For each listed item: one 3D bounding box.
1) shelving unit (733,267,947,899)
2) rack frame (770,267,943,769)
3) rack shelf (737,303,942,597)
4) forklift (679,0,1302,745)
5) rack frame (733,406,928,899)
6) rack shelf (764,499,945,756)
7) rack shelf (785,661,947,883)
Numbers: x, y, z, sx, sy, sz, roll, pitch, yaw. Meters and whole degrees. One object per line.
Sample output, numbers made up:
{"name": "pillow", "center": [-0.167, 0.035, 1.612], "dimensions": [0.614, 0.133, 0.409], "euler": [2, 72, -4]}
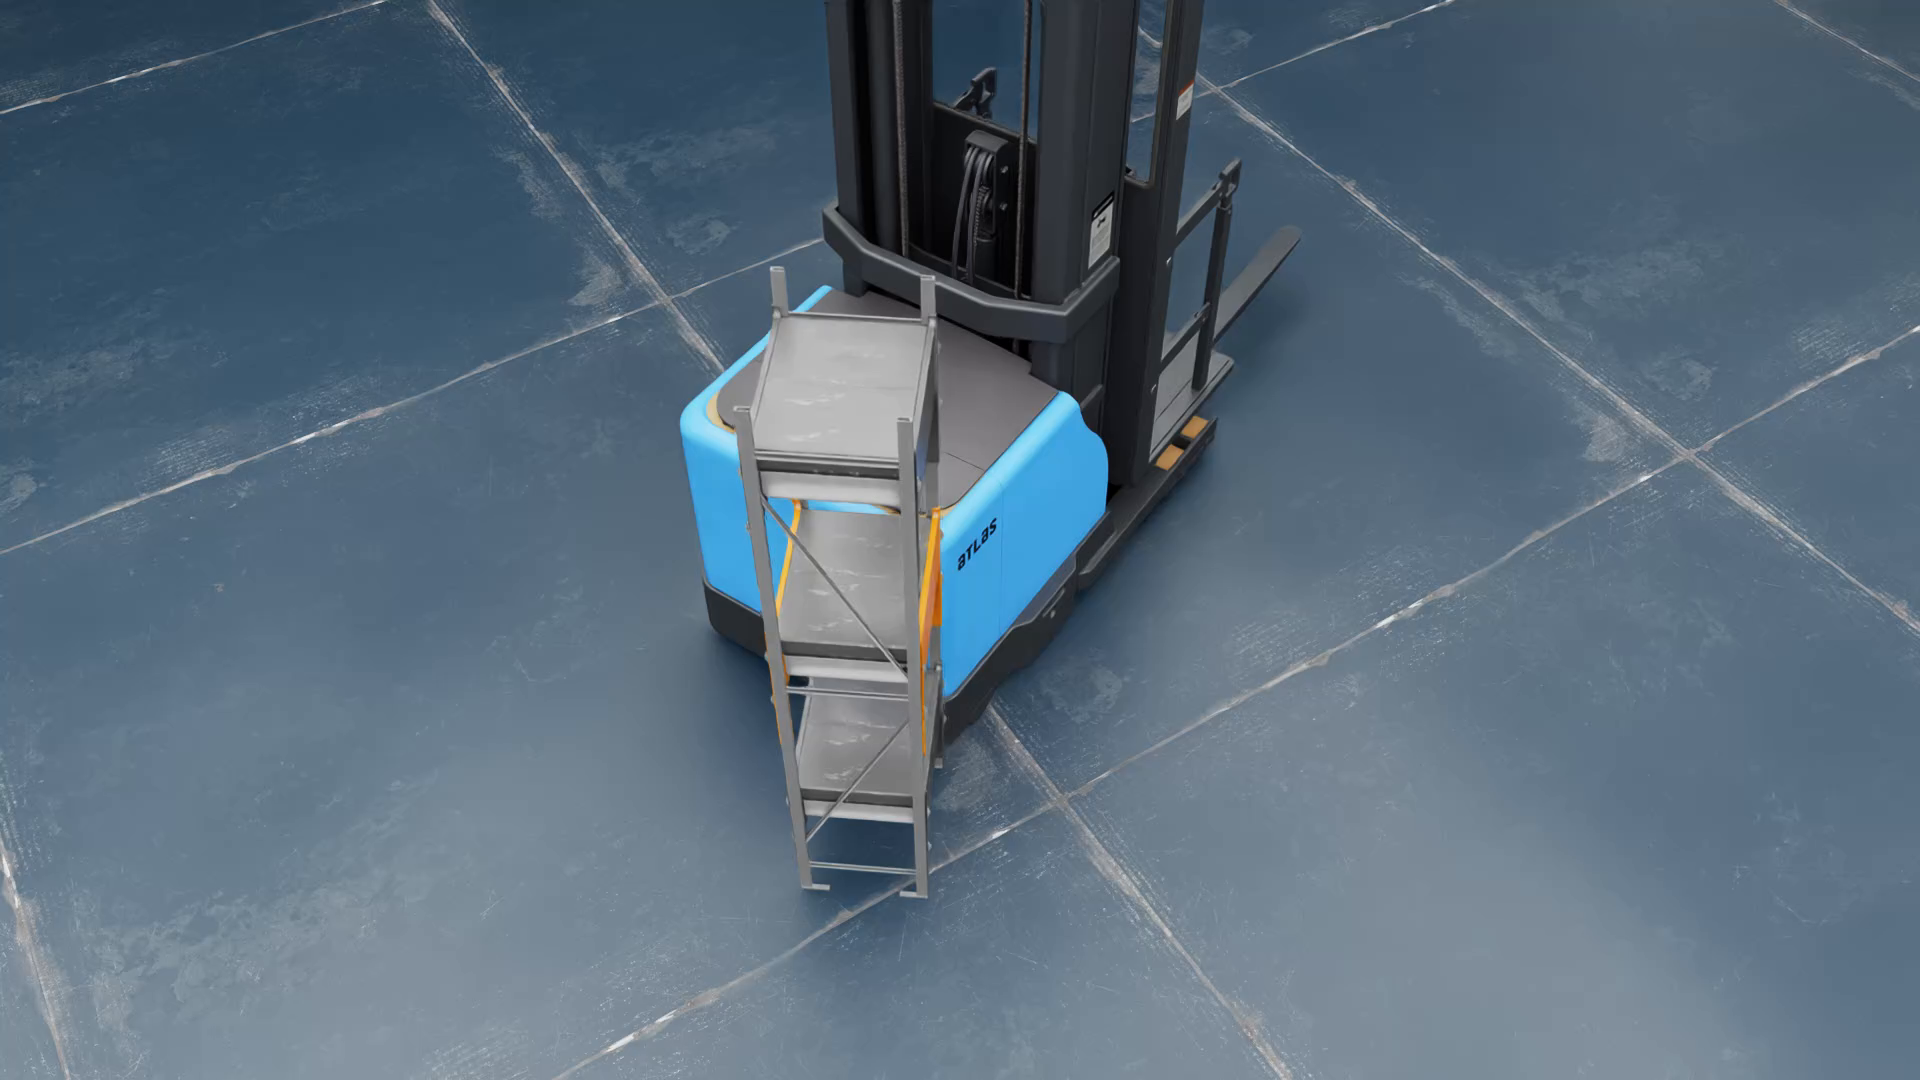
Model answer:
{"name": "shelving unit", "center": [-0.280, 0.235, 4.634], "dimensions": [0.431, 2.100, 0.503], "euler": [4, 49, 3]}
{"name": "rack frame", "center": [-0.258, 0.053, 4.795], "dimensions": [0.400, 2.100, 0.015], "euler": [4, 49, 3]}
{"name": "rack shelf", "center": [-0.281, -0.220, 4.120], "dimensions": [0.431, 0.518, 0.480], "euler": [4, 49, 3]}
{"name": "forklift", "center": [0.346, -1.361, 5.500], "dimensions": [1.130, 2.935, 3.031], "euler": [27, 54, 22]}
{"name": "rack frame", "center": [-0.302, 0.417, 4.473], "dimensions": [0.400, 2.100, 0.015], "euler": [4, 49, 3]}
{"name": "rack shelf", "center": [-0.280, 0.244, 4.644], "dimensions": [0.431, 0.518, 0.480], "euler": [4, 49, 3]}
{"name": "rack shelf", "center": [-0.279, 0.708, 5.168], "dimensions": [0.431, 0.518, 0.480], "euler": [4, 49, 3]}
